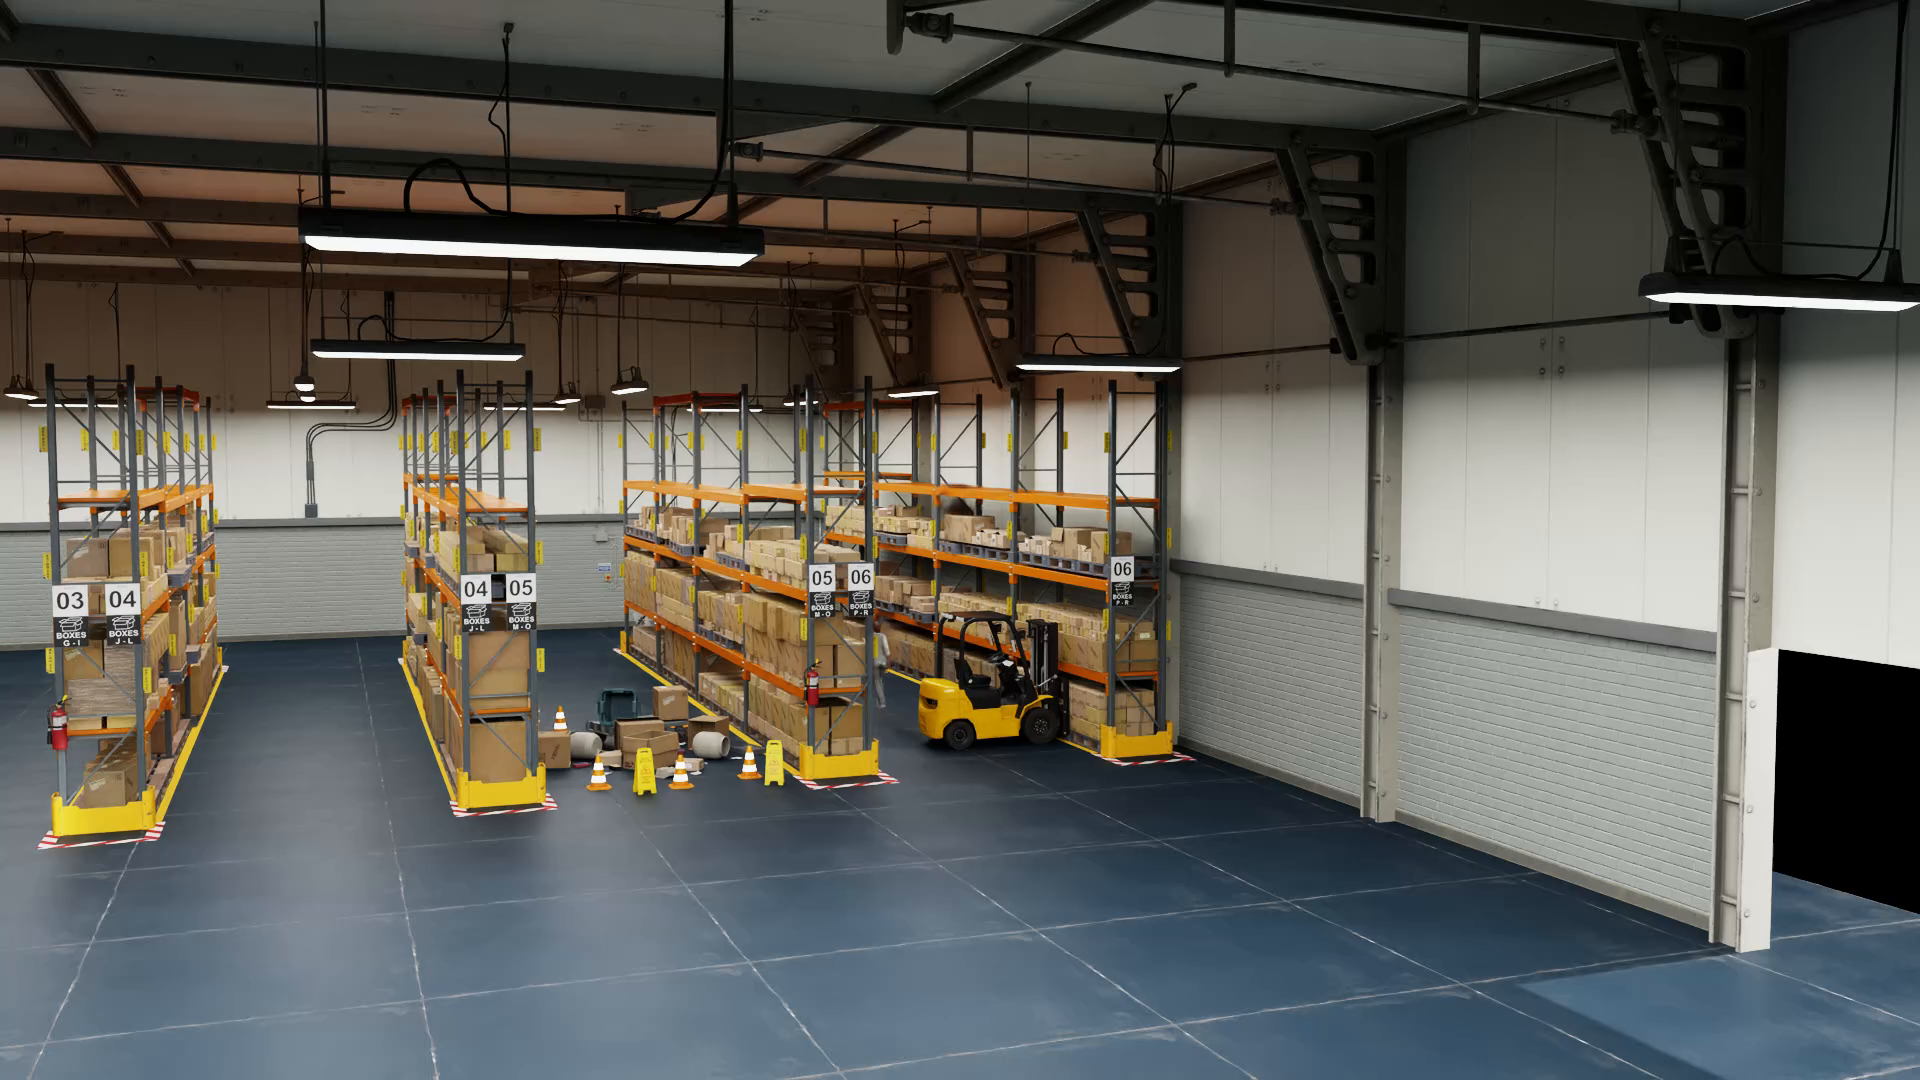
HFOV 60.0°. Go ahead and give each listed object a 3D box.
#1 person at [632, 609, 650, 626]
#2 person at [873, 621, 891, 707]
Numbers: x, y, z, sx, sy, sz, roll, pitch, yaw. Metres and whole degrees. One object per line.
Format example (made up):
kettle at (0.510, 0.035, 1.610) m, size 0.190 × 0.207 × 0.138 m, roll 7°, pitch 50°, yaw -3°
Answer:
person at (-8.028, 1.657, 42.186) m, size 0.606 × 1.818 × 0.426 m, roll 0°, pitch 3°, yaw 2°
person at (-1.531, 2.284, 30.365) m, size 0.437 × 1.609 × 0.717 m, roll -1°, pitch 4°, yaw -24°
